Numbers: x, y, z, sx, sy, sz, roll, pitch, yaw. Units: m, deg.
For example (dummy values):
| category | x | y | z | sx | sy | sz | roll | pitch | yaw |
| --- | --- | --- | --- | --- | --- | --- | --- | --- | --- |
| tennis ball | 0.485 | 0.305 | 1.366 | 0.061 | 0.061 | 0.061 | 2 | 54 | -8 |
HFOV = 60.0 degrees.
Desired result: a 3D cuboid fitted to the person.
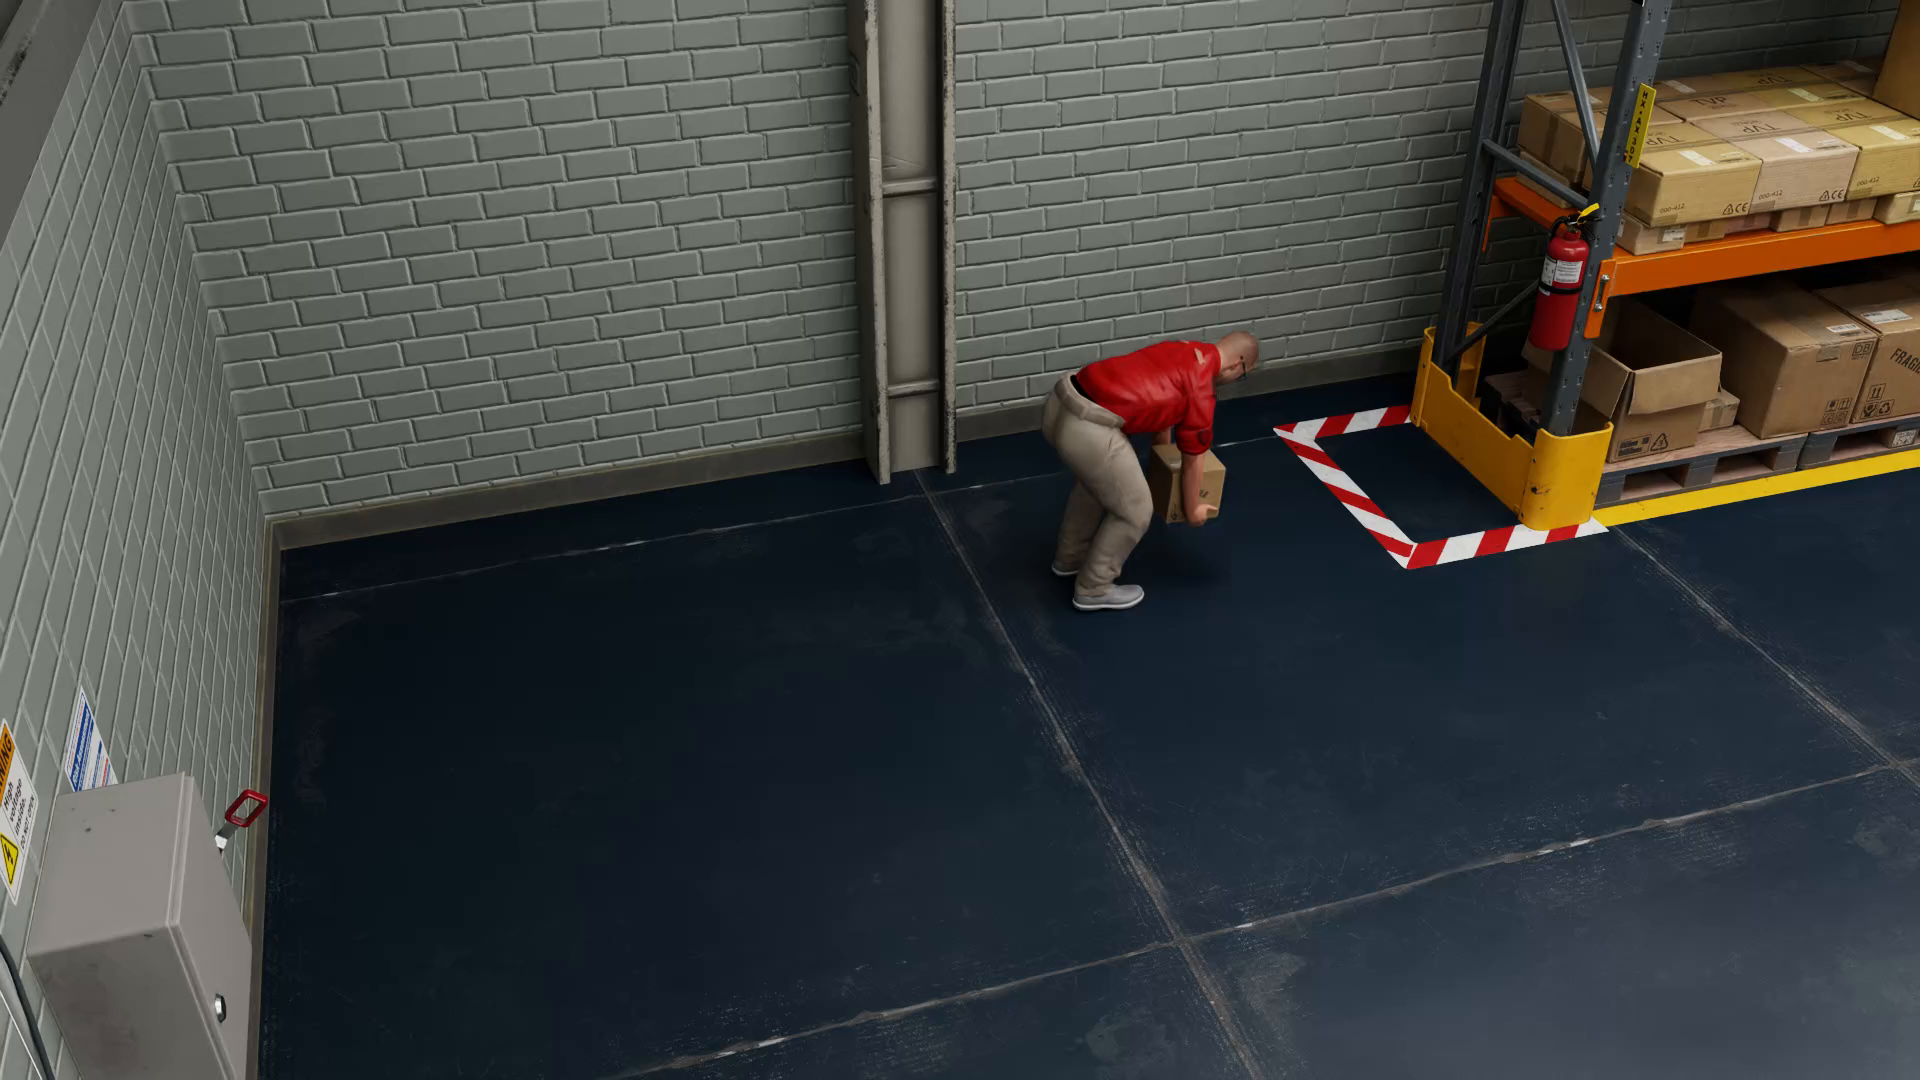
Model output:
| category | x | y | z | sx | sy | sz | roll | pitch | yaw |
| --- | --- | --- | --- | --- | --- | --- | --- | --- | --- |
| person | 0.834 | -0.315 | 7.153 | 0.908 | 1.151 | 0.481 | -11 | 35 | -16 |
